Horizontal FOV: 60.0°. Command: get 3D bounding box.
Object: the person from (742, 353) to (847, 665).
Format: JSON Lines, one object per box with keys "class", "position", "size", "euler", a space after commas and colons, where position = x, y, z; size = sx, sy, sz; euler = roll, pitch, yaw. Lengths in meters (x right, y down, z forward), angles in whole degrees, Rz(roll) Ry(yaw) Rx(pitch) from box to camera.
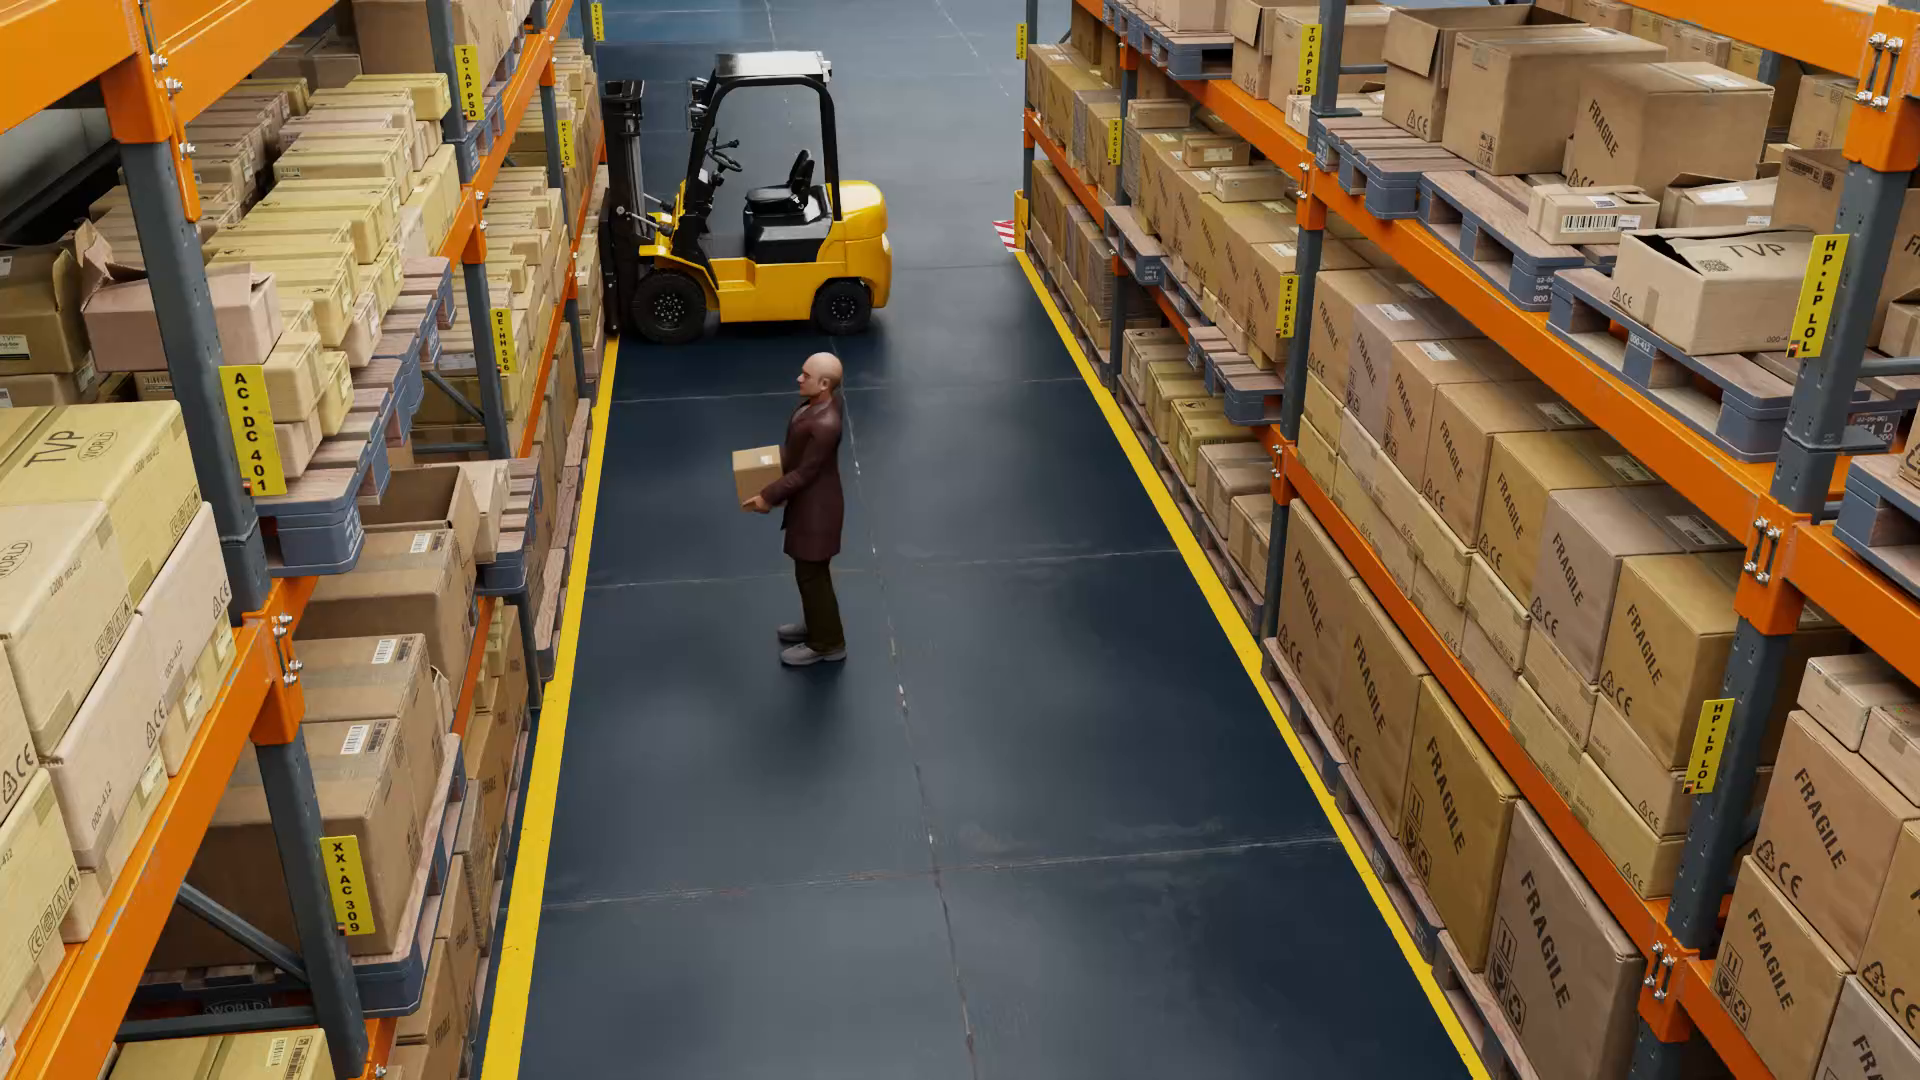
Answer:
{"class": "person", "position": [-0.889, -0.170, 8.976], "size": [0.562, 1.769, 0.530], "euler": [-4, 27, -7]}
